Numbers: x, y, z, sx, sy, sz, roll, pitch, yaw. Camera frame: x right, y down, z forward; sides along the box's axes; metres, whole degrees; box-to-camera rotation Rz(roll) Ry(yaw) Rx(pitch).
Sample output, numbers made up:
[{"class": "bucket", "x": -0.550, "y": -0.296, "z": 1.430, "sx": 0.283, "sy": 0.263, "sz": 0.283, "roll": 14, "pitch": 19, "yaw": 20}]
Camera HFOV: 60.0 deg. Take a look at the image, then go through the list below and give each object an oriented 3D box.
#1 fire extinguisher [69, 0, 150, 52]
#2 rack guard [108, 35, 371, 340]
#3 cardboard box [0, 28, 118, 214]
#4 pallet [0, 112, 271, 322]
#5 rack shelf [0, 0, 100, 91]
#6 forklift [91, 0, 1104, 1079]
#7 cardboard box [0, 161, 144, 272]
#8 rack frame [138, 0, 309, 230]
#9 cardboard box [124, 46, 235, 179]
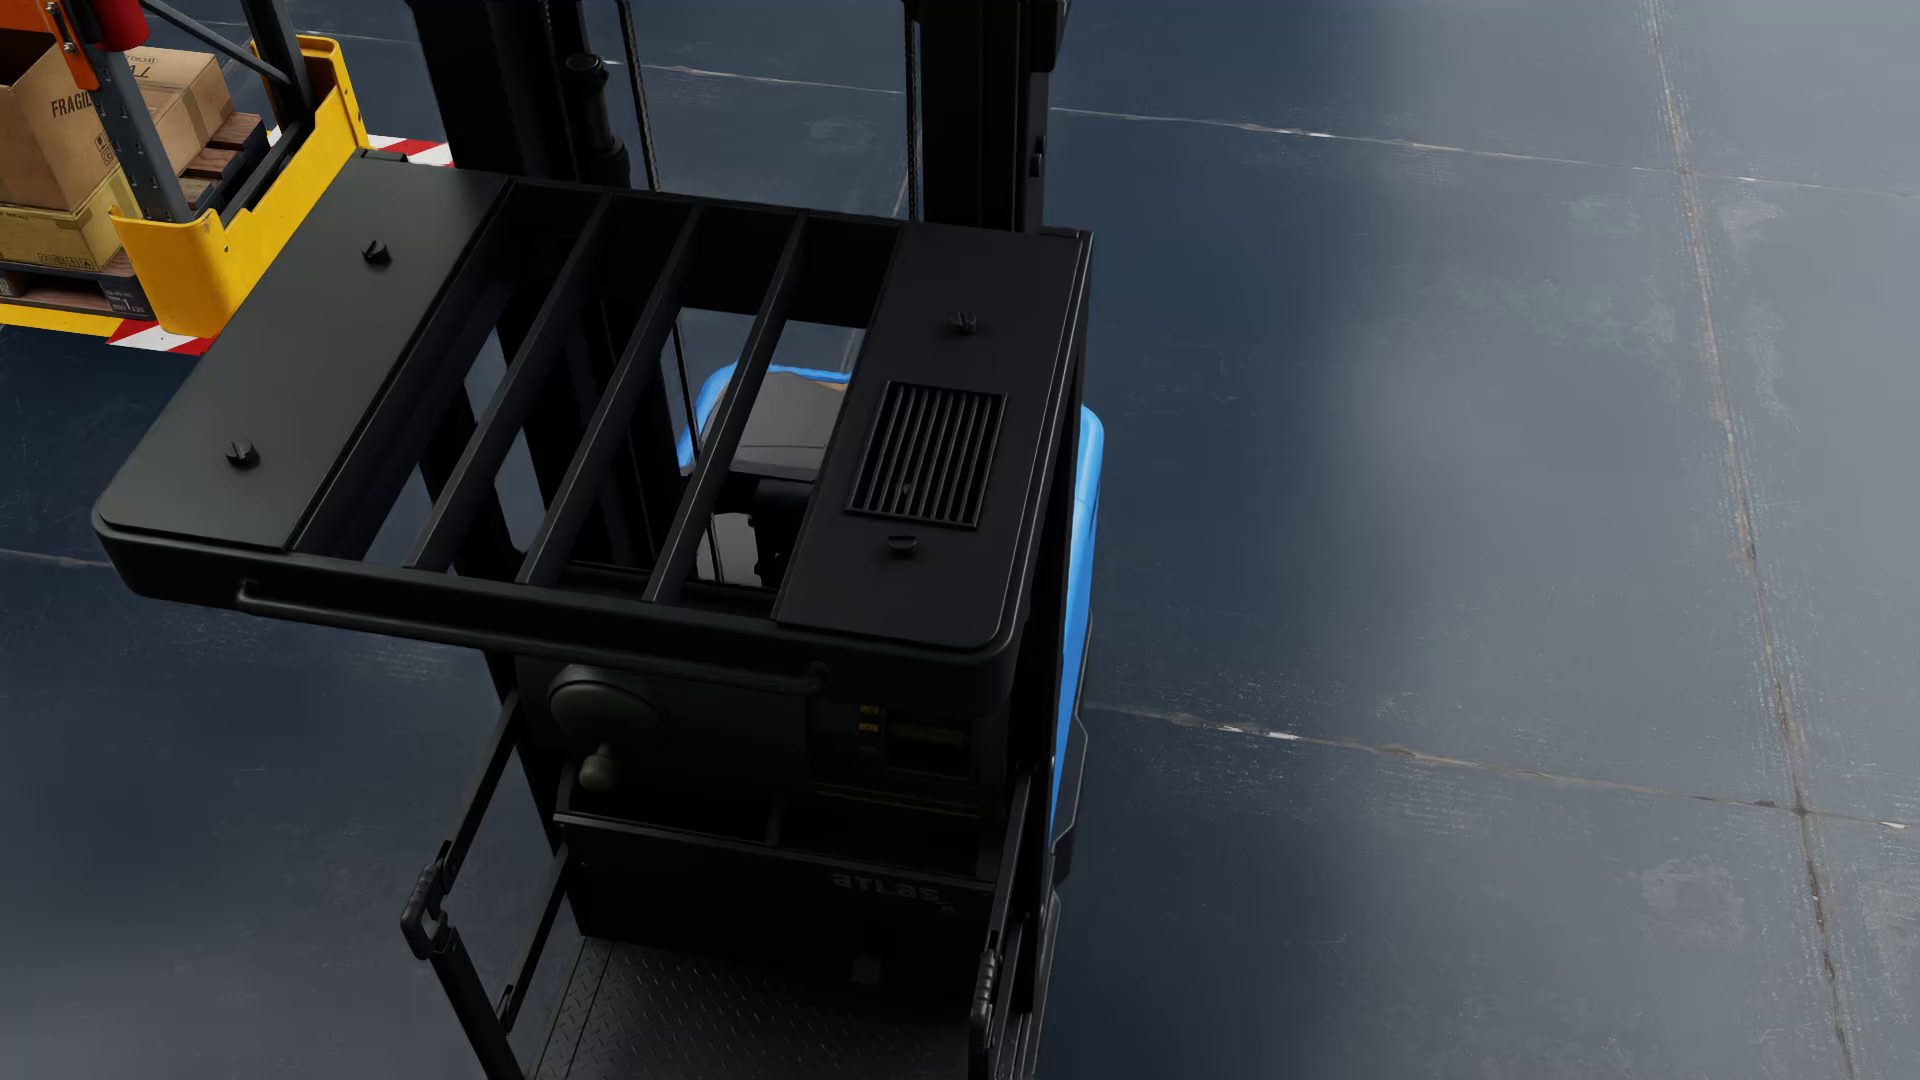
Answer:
[{"class": "fire extinguisher", "x": -2.584, "y": -1.771, "z": 4.877, "sx": 0.183, "sy": 0.674, "sz": 0.296, "roll": 8, "pitch": 49, "yaw": 7}, {"class": "rack guard", "x": -2.594, "y": -1.314, "z": 6.095, "sx": 0.348, "sy": 0.500, "sz": 1.175, "roll": 8, "pitch": 49, "yaw": 7}, {"class": "cardboard box", "x": -3.198, "y": -1.478, "z": 5.623, "sx": 0.500, "sy": 0.500, "sz": 0.500, "roll": 8, "pitch": 49, "yaw": 7}, {"class": "pallet", "x": -3.378, "y": -1.291, "z": 6.268, "sx": 1.213, "sy": 0.211, "sz": 1.003, "roll": 8, "pitch": 49, "yaw": 7}, {"class": "rack shelf", "x": -4.586, "y": -2.177, "z": 5.673, "sx": 4.000, "sy": 0.370, "sz": 1.077, "roll": 8, "pitch": 49, "yaw": 7}, {"class": "forklift", "x": -0.402, "y": 0.412, "z": 2.909, "sx": 1.130, "sy": 2.935, "sz": 3.031, "roll": 8, "pitch": 49, "yaw": 7}, {"class": "cardboard box", "x": -3.198, "y": -1.229, "z": 5.904, "sx": 0.500, "sy": 0.250, "sz": 0.500, "roll": 8, "pitch": 49, "yaw": 7}, {"class": "rack frame", "x": -2.618, "y": -2.150, "z": 5.166, "sx": 0.053, "sy": 2.616, "sz": 0.949, "roll": 8, "pitch": 49, "yaw": 7}, {"class": "cardboard box", "x": -3.106, "y": -1.608, "z": 6.244, "sx": 0.500, "sy": 0.250, "sz": 0.500, "roll": 8, "pitch": 49, "yaw": 7}]
